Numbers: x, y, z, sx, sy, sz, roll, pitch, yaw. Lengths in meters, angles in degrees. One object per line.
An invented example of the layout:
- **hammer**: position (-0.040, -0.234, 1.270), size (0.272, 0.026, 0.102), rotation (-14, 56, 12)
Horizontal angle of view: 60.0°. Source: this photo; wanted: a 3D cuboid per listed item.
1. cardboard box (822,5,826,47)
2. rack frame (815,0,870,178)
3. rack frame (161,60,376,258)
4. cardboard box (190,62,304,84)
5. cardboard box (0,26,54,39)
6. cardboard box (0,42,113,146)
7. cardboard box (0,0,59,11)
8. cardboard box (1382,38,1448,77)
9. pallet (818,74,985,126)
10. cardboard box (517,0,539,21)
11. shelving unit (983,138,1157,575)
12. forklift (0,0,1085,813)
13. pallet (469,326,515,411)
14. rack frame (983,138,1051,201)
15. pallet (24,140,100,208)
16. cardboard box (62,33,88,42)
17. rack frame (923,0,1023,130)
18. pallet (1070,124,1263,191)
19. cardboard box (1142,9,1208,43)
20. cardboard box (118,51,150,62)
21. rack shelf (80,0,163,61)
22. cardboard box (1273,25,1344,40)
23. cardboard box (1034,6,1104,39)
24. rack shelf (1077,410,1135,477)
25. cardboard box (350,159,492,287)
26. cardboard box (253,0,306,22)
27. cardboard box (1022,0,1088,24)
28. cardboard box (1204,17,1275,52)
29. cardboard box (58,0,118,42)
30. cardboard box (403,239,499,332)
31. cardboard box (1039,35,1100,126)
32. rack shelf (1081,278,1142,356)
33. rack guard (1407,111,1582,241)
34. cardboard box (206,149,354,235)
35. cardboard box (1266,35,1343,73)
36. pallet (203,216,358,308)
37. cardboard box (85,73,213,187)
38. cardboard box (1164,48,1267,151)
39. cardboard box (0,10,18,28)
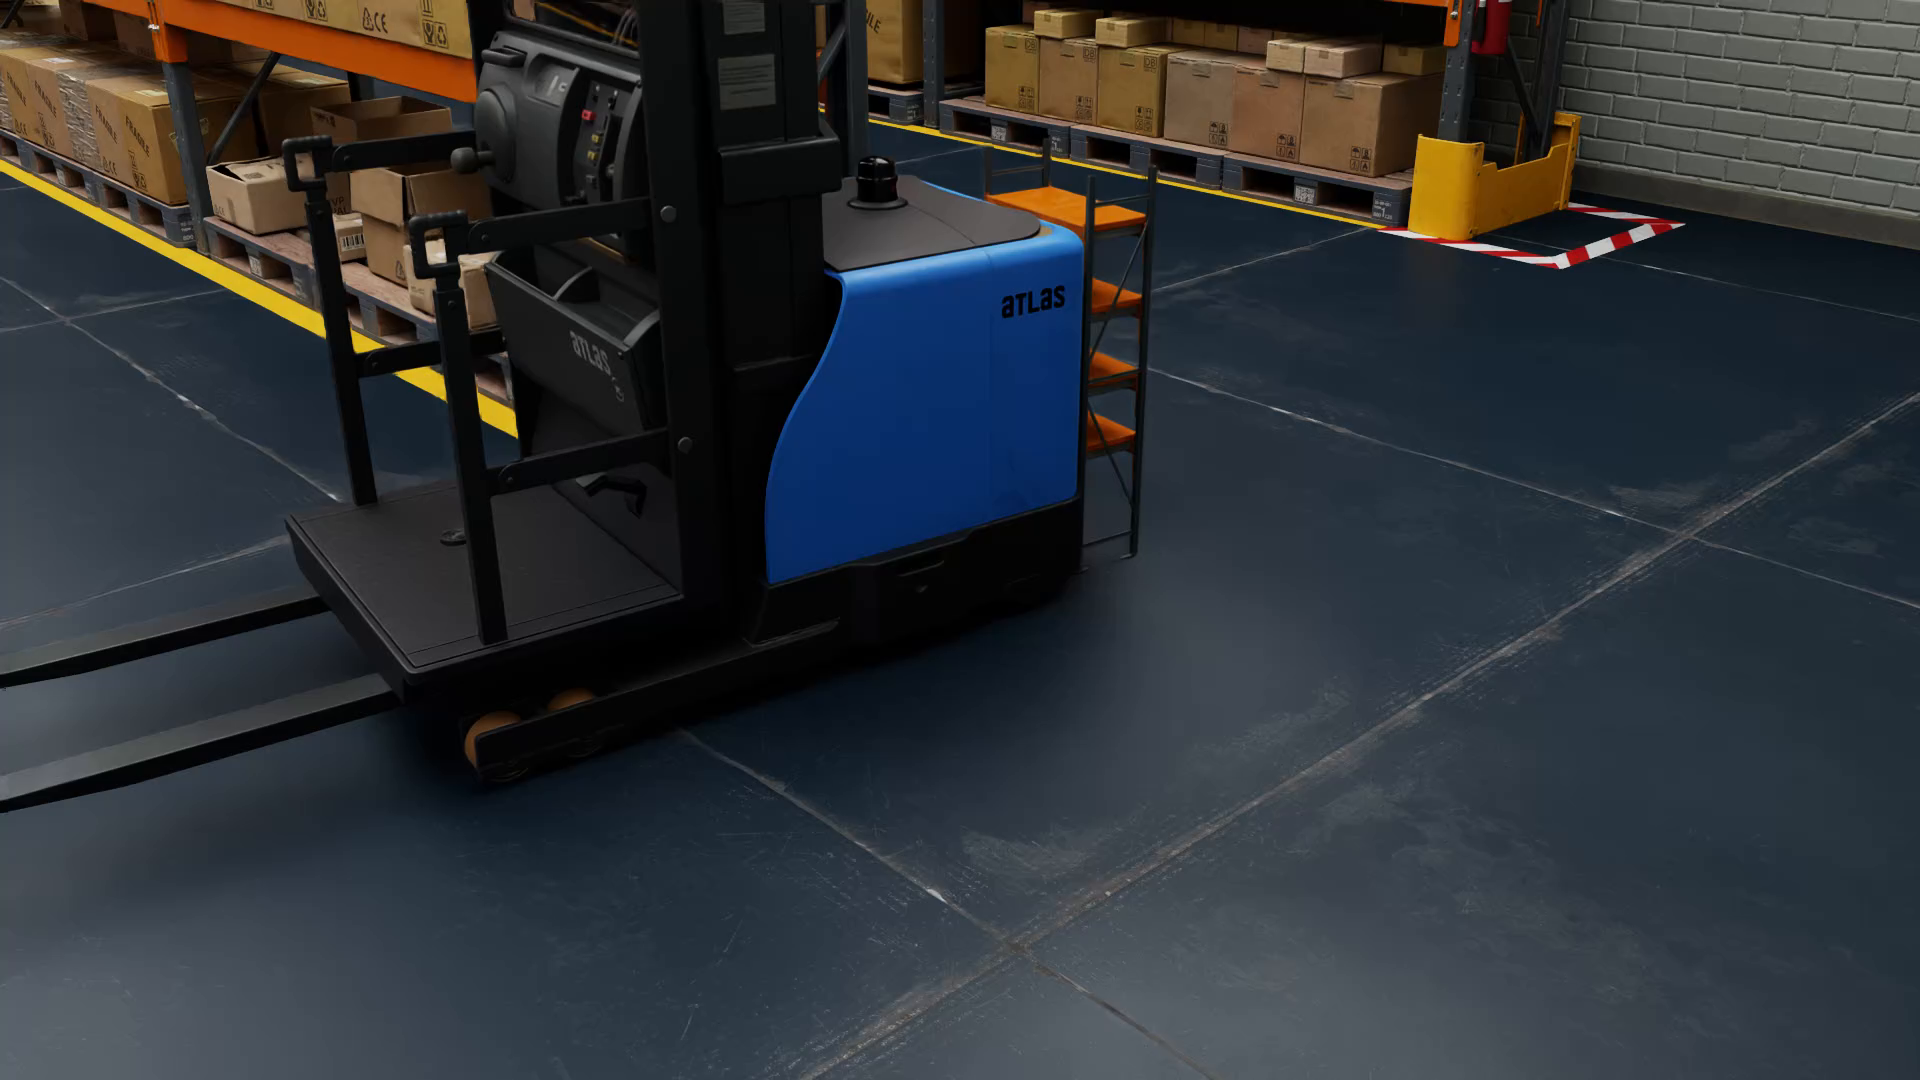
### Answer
- **cardboard box**: position (-0.995, -3.990, 12.466), size (0.750, 0.750, 0.750), rotation (-20, 31, -37)
- **rack frame**: position (-0.725, -1.730, 5.429), size (1.000, 3.000, 0.127), rotation (-21, 32, -38)
- **rack frame**: position (-3.459, -2.942, 8.085), size (1.000, 3.000, 0.127), rotation (-21, 32, -38)
- **cardboard box**: position (-3.985, -2.379, 9.333), size (0.500, 0.500, 0.500), rotation (-21, 32, -38)
- **cardboard box**: position (-6.091, -2.998, 10.689), size (0.500, 0.500, 0.500), rotation (-20, 31, -36)
- **cardboard box**: position (-5.390, -2.688, 10.009), size (0.500, 0.500, 0.500), rotation (-22, 32, -39)
- **cardboard box**: position (-6.702, -3.748, 11.983), size (0.500, 0.311, 0.500), rotation (-22, 33, -40)
- **cardboard box**: position (2.568, -2.688, 9.253), size (0.380, 0.149, 0.250), rotation (-21, 32, -38)
- **pallet**: position (-0.428, -3.292, 12.212), size (1.003, 0.211, 1.213), rotation (-21, 32, -38)
- **cardboard box**: position (-1.230, -1.834, 5.536), size (0.500, 0.500, 0.500), rotation (-20, 31, -37)
- **shelving unit**: position (0.309, -0.556, 5.022), size (0.258, 1.200, 0.503), rotation (-16, 29, -31)
- **forklift**: position (-1.149, -1.004, 3.918), size (3.031, 2.935, 1.130), rotation (-16, 29, -31)
- **pallet**: position (-1.323, -0.726, 6.587), size (1.003, 0.211, 1.213), rotation (-21, 32, -38)
- **rack frame**: position (0.170, -0.639, 5.204), size (0.240, 1.200, 0.015), rotation (-16, 29, -31)
- **pallet**: position (-4.881, -2.279, 9.991), size (1.003, 0.211, 1.213), rotation (-21, 32, -38)
- **cardboard box**: position (-5.383, -3.000, 10.694), size (0.500, 0.500, 0.500), rotation (-20, 31, -37)
- **rack frame**: position (0.154, -4.349, 11.168), size (1.000, 3.000, 0.127), rotation (-21, 32, -38)
- **pallet**: position (1.455, -2.458, 10.383), size (1.003, 0.211, 1.213), rotation (-21, 32, -38)
- **cardboard box**: position (1.351, -3.227, 10.433), size (0.380, 0.149, 0.250), rotation (-21, 32, -38)
- **cardboard box**: position (-4.666, -2.686, 10.006), size (0.500, 0.500, 0.500), rotation (22, 33, 40)
- **rack shelf**: position (-4.826, -3.221, 9.563), size (1.077, 0.370, 4.000), rotation (-21, 32, -38)
- **cardboard box**: position (2.051, -2.917, 9.755), size (0.380, 0.149, 0.250), rotation (-21, 32, -38)
- **cardboard box**: position (0.691, -3.286, 10.564), size (0.380, 0.149, 0.250), rotation (-20, 31, -37)
- **rack shelf**: position (0.308, -0.314, 5.131), size (0.258, 0.148, 0.480), rotation (-16, 29, -31)
- **cardboard box**: position (-2.171, -1.439, 7.268), size (0.797, 0.503, 0.637), rotation (-21, 32, -38)
- **cardboard box**: position (-2.617, -2.450, 6.885), size (0.500, 0.500, 0.500), rotation (-21, 32, -39)
- **cardboard box**: position (0.636, -3.542, 11.125), size (0.380, 0.149, 0.250), rotation (-21, 32, -39)
- **cardboard box**: position (1.700, -3.072, 10.094), size (0.380, 0.149, 0.250), rotation (-21, 32, -38)
- **cardboard box**: position (-5.341, -3.325, 10.504), size (0.500, 0.250, 0.500), rotation (-20, 31, -37)
- **cardboard box**: position (-1.904, -1.071, 6.766), size (0.500, 0.250, 0.500), rotation (-21, 32, -38)
- **cardboard box**: position (0.932, -2.994, 10.704), size (0.700, 0.500, 0.500), rotation (-22, 32, -39)
- **rack shelf**: position (0.309, -0.698, 4.957), size (0.258, 0.148, 0.480), rotation (-16, 29, -31)
- **rack guard**: position (2.905, -1.992, 9.015), size (1.175, 0.500, 0.348), rotation (-21, 32, -38)
- **cardboard box**: position (-3.330, -1.730, 8.139), size (0.500, 0.311, 0.500), rotation (-21, 32, -38)
- **cardboard box**: position (1.941, -2.734, 9.353), size (0.380, 0.149, 0.250), rotation (-20, 31, -37)
- **pallet**: position (-2.990, -1.465, 8.207), size (1.003, 0.211, 1.213), rotation (-21, 32, -38)
- **cardboard box**: position (-4.337, -2.225, 8.996), size (0.500, 0.500, 0.500), rotation (-21, 32, -38)
- **cardboard box**: position (1.650, -2.678, 10.012), size (0.500, 0.500, 0.700), rotation (23, 33, 40)
- **cardboard box**: position (-6.731, -3.438, 11.304), size (0.500, 0.311, 0.500), rotation (-20, 31, -37)
